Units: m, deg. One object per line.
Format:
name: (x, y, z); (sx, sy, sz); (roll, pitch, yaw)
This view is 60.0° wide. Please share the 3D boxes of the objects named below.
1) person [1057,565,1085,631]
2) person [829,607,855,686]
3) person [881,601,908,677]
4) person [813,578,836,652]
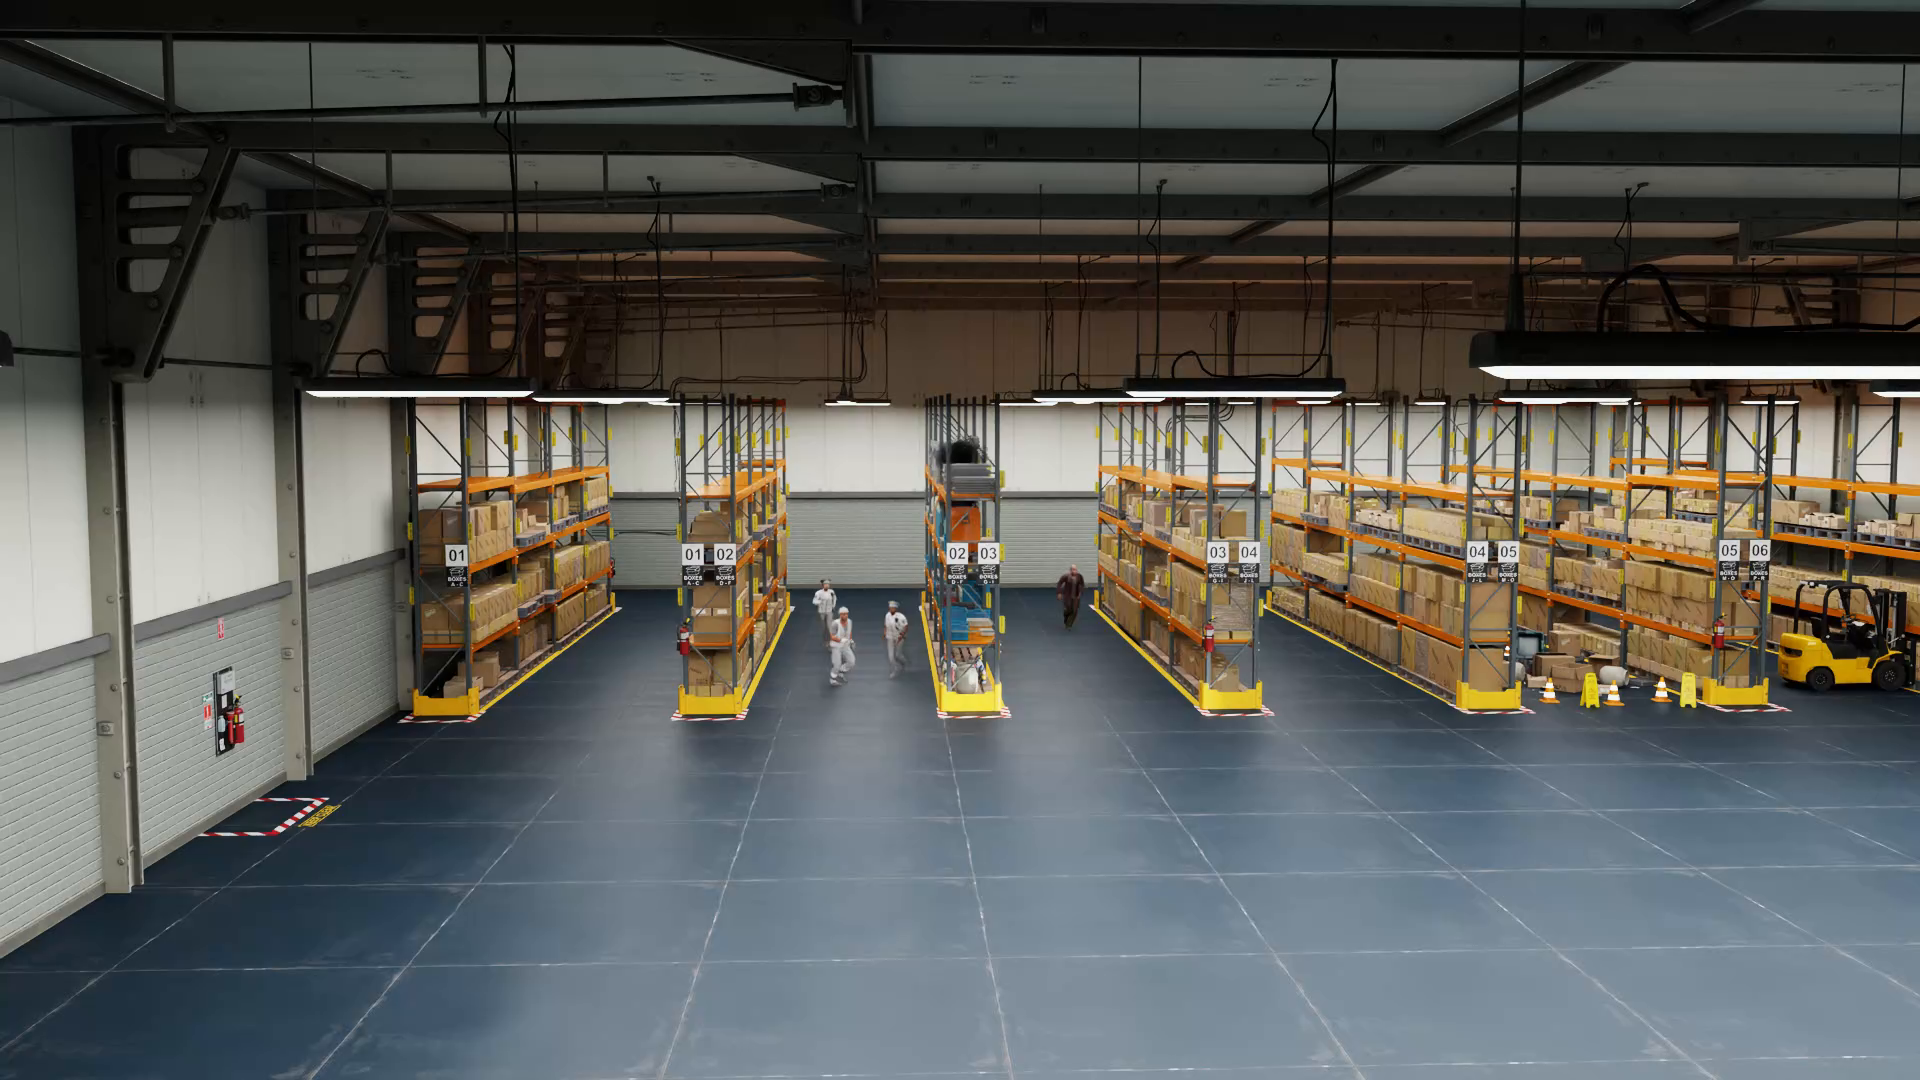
person: (2.857, 1.482, 42.949); (0.707, 1.712, 0.712); (-2, 5, -19)
person: (-2.397, 2.194, 34.083); (0.697, 1.680, 0.807); (-3, 6, -37)
person: (-1.360, 2.102, 35.598); (0.582, 1.639, 0.630); (2, 5, 21)
person: (-3.212, 1.772, 39.498); (0.577, 1.759, 0.752); (-1, 5, -8)
